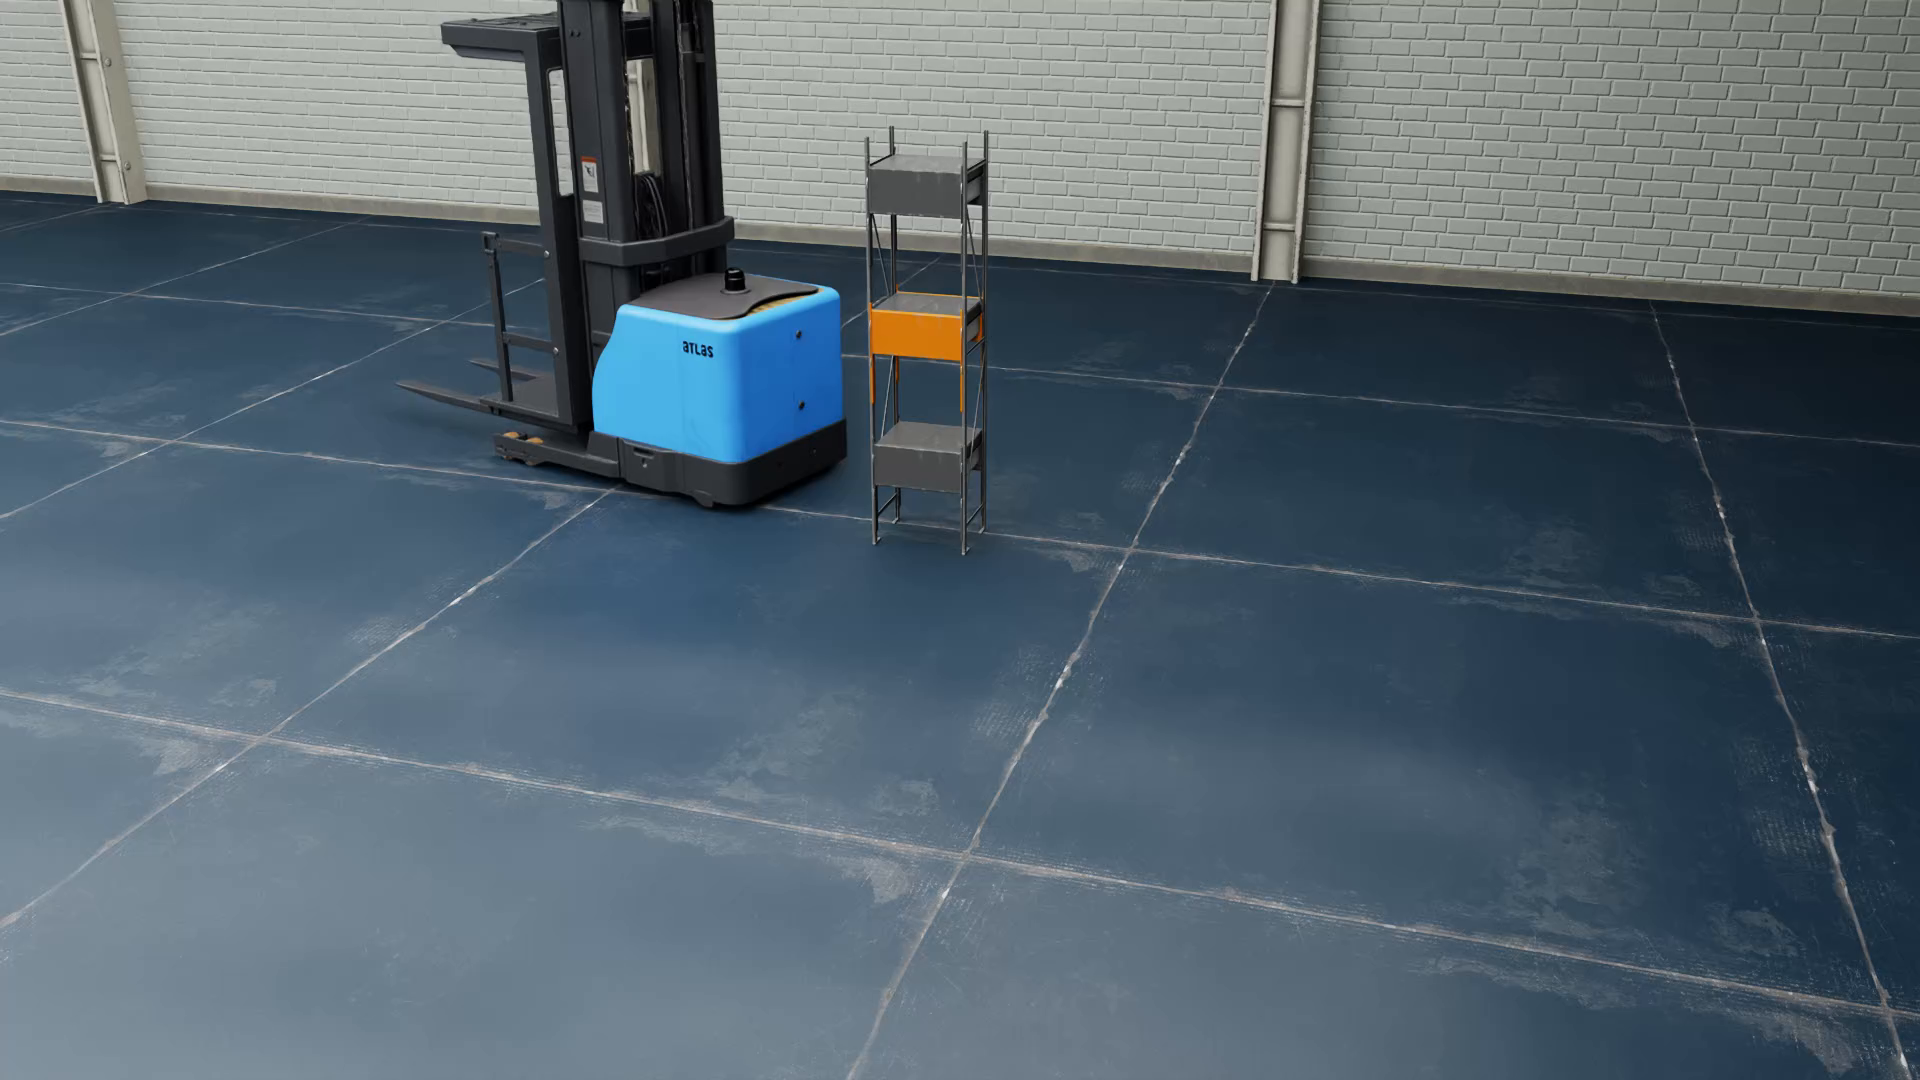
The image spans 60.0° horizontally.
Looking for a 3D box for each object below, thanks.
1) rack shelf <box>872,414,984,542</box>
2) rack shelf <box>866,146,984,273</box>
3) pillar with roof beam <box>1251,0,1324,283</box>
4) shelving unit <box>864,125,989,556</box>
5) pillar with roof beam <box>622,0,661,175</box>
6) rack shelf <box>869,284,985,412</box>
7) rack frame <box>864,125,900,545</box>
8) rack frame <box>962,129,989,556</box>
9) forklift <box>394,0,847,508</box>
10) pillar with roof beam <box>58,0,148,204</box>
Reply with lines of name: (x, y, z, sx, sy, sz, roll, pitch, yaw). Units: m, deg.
rack shelf: (-0.158, -0.329, 8.687, 0.480, 0.518, 0.431, 7, 23, 16)
rack shelf: (-0.158, -1.625, 8.155, 0.480, 0.518, 0.431, 7, 23, 16)
pillar with roof beam: (1.468, -4.846, 8.727, 0.400, 9.000, 9.100, 7, 23, 16)
shelving unit: (-0.158, -0.990, 8.416, 0.503, 2.100, 0.431, 7, 23, 16)
pillar with roof beam: (-4.276, -5.504, 10.331, 0.400, 9.000, 9.100, 7, 23, 16)
rack shelf: (-0.158, -0.977, 8.421, 0.480, 0.518, 0.431, 7, 23, 16)
rack frame: (-0.392, -1.016, 8.481, 0.015, 2.100, 0.400, 7, 23, 16)
rack frame: (0.075, -0.963, 8.351, 0.015, 2.100, 0.400, 7, 23, 16)
forklift: (-2.176, -1.945, 9.649, 3.031, 2.935, 1.130, 14, 26, 31)
pillar with roof beam: (-10.020, -6.162, 11.934, 0.400, 9.000, 9.100, 7, 23, 16)
